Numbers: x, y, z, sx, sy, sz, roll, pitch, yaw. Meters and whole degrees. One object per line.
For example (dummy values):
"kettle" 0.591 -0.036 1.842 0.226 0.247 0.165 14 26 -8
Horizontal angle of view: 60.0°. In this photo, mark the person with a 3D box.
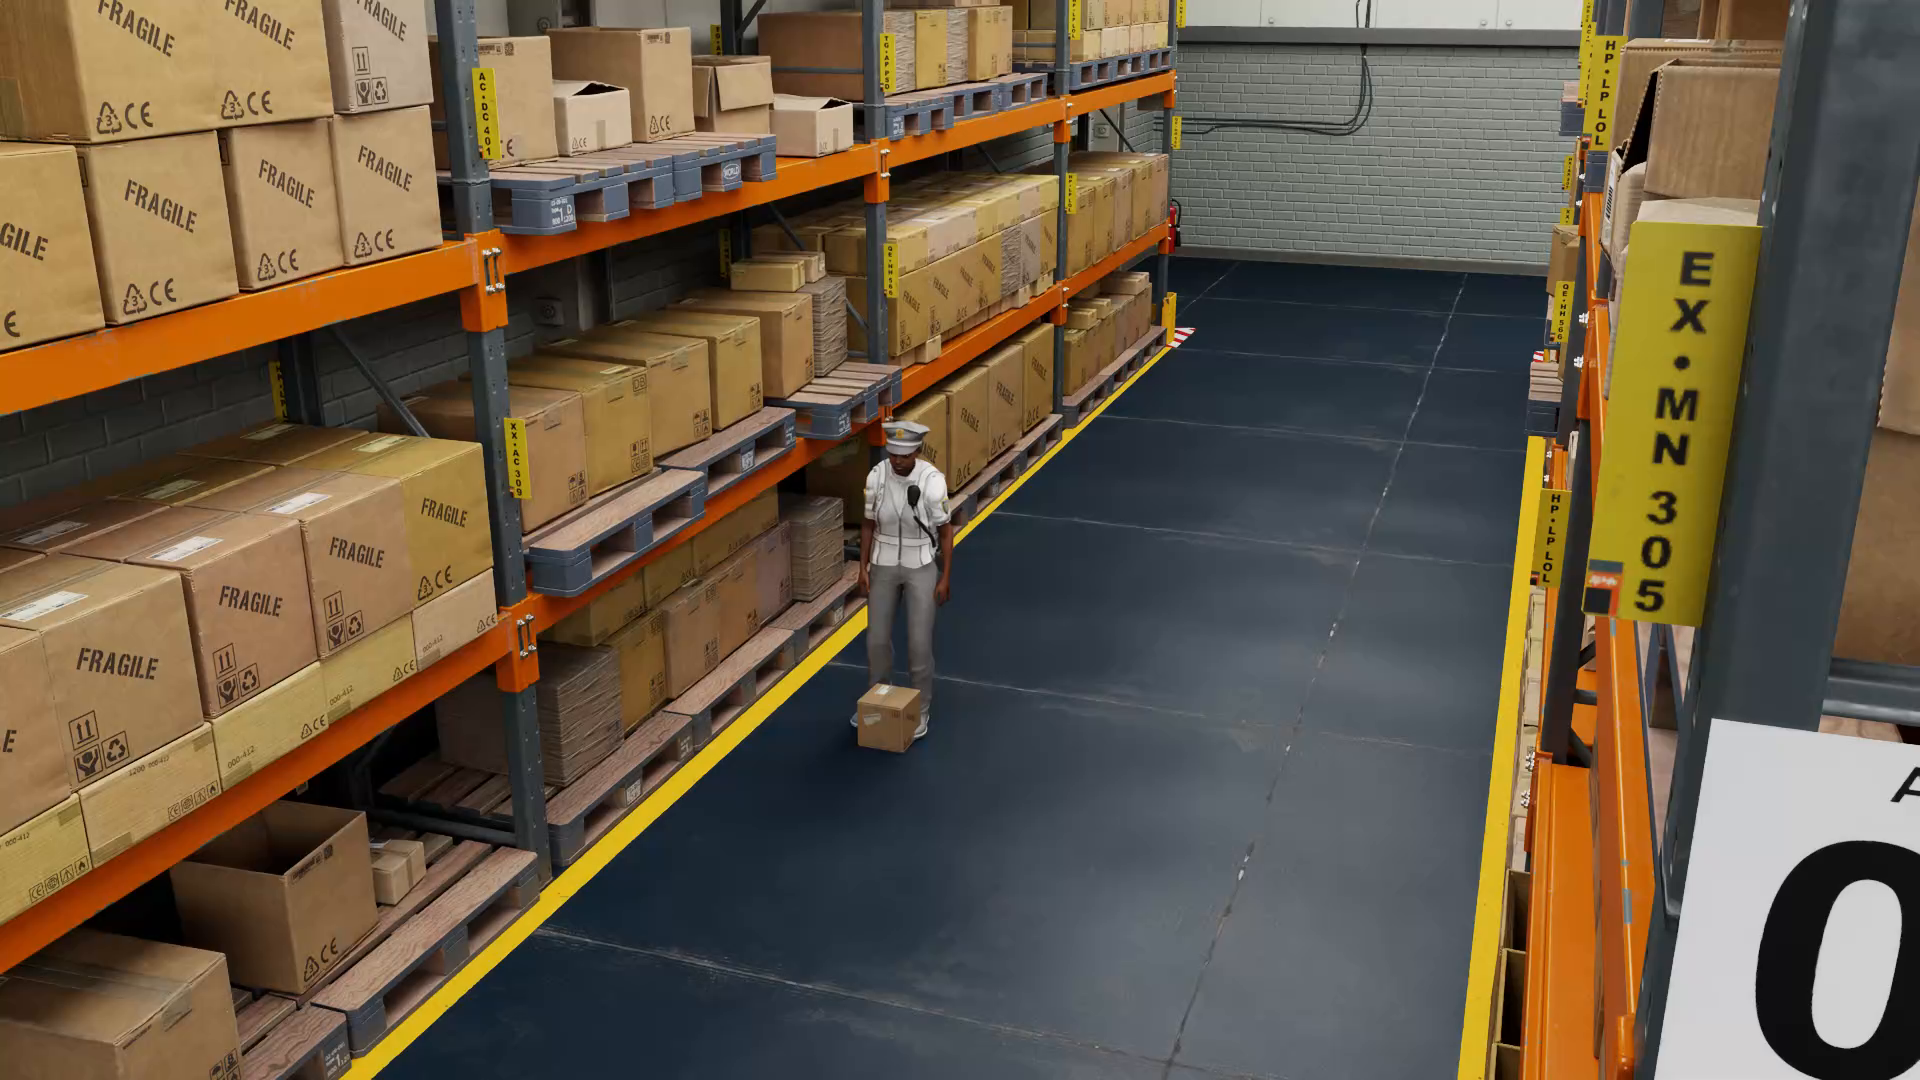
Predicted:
"person" -0.300 0.181 8.532 0.526 1.658 0.427 5 19 15
